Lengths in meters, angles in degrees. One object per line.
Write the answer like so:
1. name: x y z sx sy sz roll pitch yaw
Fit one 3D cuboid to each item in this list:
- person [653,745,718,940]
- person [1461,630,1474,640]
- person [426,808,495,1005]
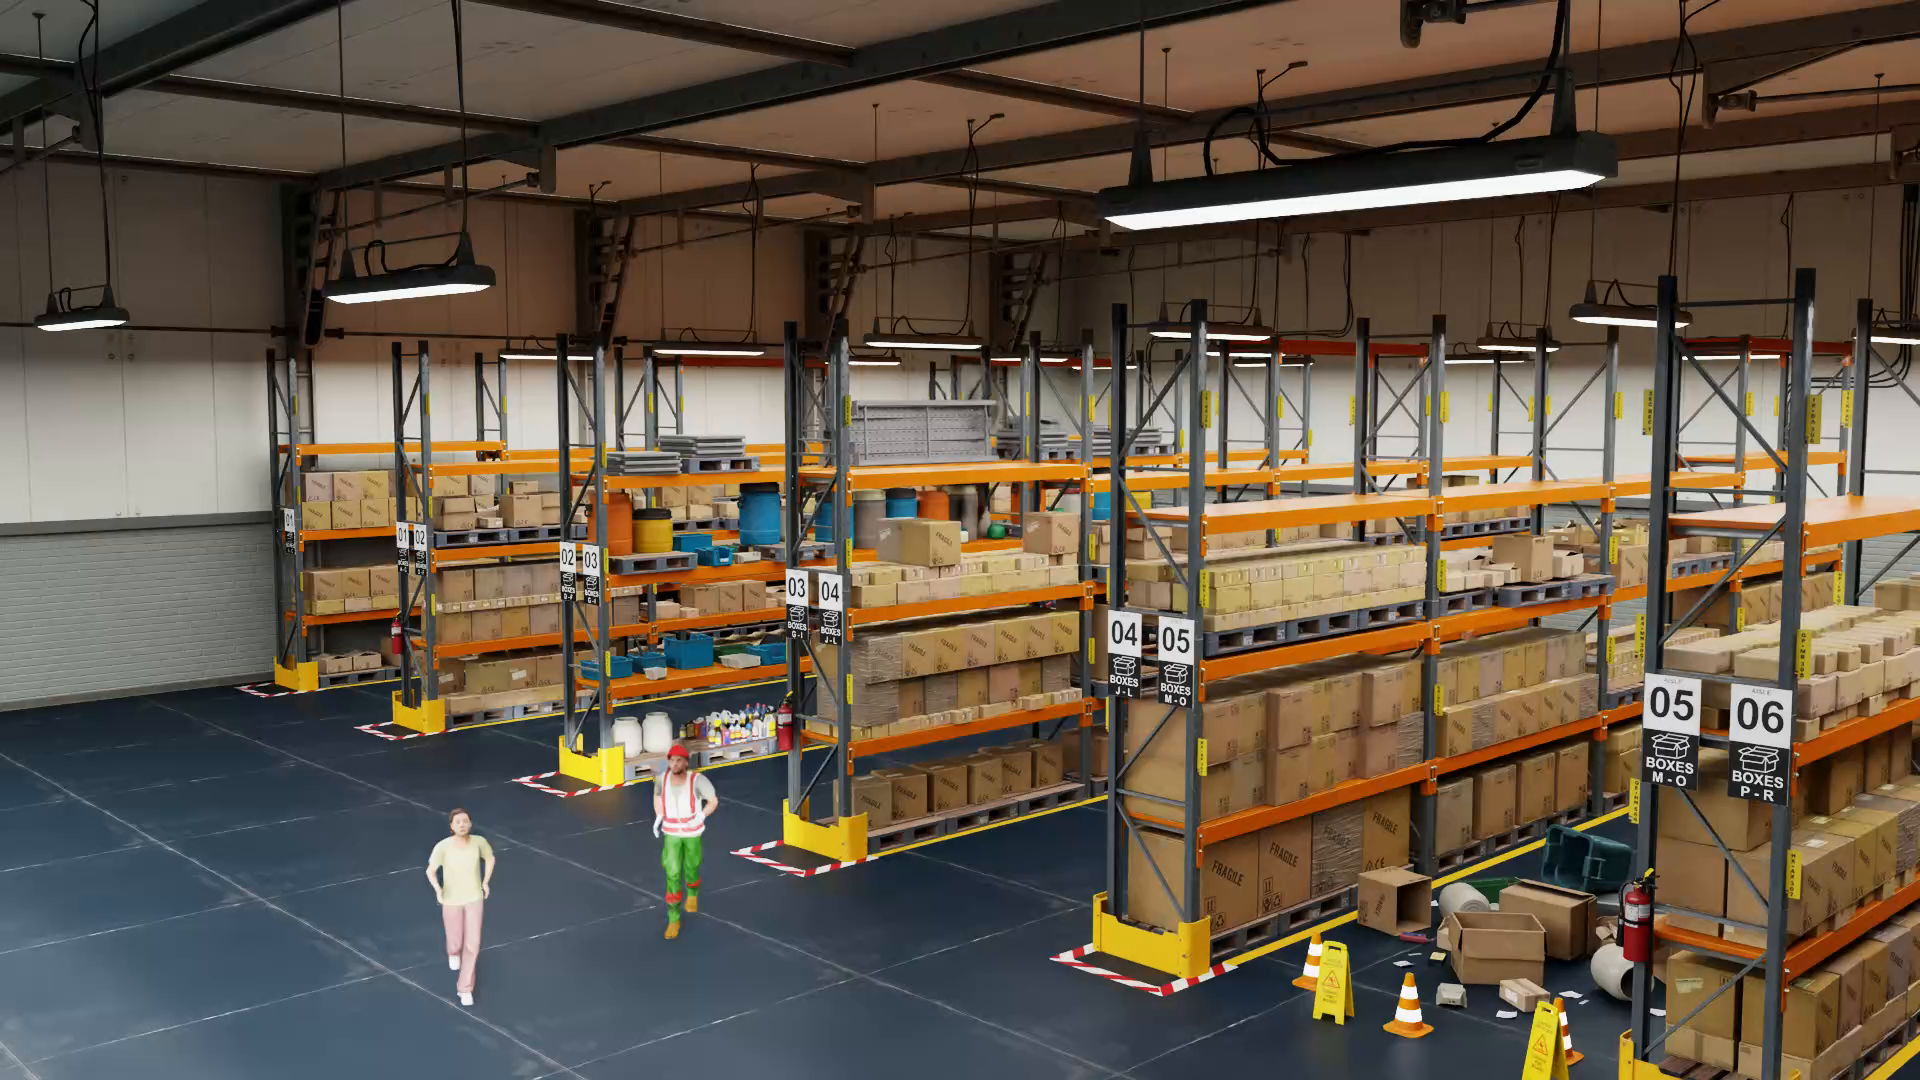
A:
1. person: -2.668 2.865 16.168 0.650 1.810 0.878 0 5 -1
2. person: 7.653 2.154 25.154 0.659 1.673 0.614 5 7 43
3. person: -4.303 3.117 14.388 0.581 1.645 0.756 -2 5 -22
